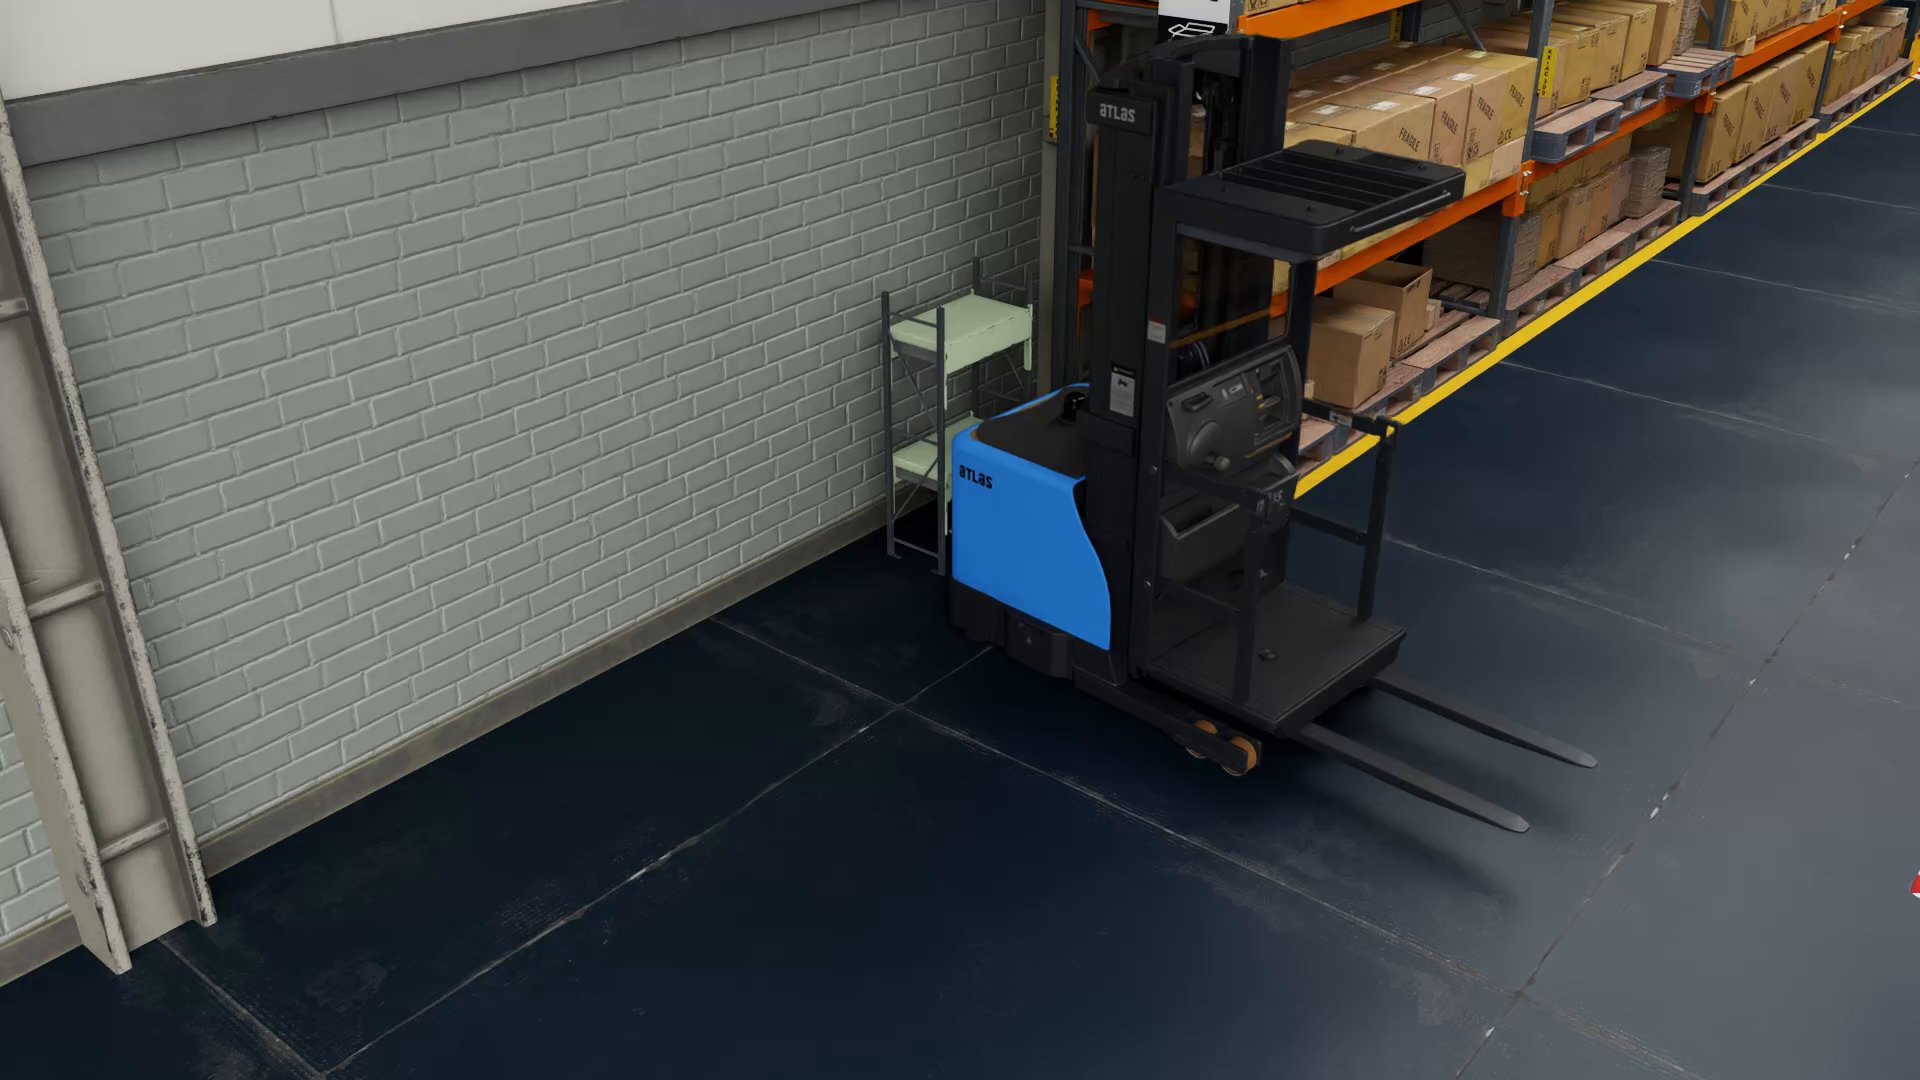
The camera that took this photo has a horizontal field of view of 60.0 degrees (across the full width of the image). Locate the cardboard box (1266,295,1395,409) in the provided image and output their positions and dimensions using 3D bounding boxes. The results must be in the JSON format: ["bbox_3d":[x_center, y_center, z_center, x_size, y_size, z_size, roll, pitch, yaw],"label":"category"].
[{"bbox_3d":[2.313,-1.218,10.582,0.700,0.500,0.500,18,33,31],"label":"cardboard box"}]

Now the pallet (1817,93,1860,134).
[{"bbox_3d":[9.112,-4.729,18.162,1.003,0.211,1.213,21,34,34],"label":"pallet"}]

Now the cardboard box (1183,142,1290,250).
[{"bbox_3d":[1.471,-1.823,8.835,0.500,0.500,0.500,21,34,34],"label":"cardboard box"}]

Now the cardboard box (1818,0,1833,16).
[{"bbox_3d":[8.429,-5.319,16.519,0.380,0.149,0.250,21,34,35],"label":"cardboard box"}]

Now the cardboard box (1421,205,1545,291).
[{"bbox_3d":[3.935,-2.235,12.548,0.700,0.500,0.500,22,35,36],"label":"cardboard box"}]

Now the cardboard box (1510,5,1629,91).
[{"bbox_3d":[4.586,-3.733,12.614,0.500,0.500,0.700,-23,35,-37],"label":"cardboard box"}]

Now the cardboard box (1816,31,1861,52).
[{"bbox_3d":[9.482,-5.388,17.959,0.380,0.149,0.250,22,35,36],"label":"cardboard box"}]

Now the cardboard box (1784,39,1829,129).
[{"bbox_3d":[8.255,-4.684,16.923,0.750,0.750,0.750,21,34,35],"label":"cardboard box"}]

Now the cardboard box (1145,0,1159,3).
[{"bbox_3d":[1.006,-3.074,8.532,0.500,0.500,0.500,24,36,38],"label":"cardboard box"}]

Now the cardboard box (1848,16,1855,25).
[{"bbox_3d":[10.027,-5.970,19.083,0.380,0.149,0.250,21,34,35],"label":"cardboard box"}]

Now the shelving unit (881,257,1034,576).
[{"bbox_3d":[-0.004,-0.664,8.901,0.431,1.500,0.755,21,34,34],"label":"shelving unit"}]

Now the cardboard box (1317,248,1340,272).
[{"bbox_3d":[1.810,-1.677,9.369,0.500,0.250,0.500,20,33,33],"label":"cardboard box"}]

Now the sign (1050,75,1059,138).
[{"bbox_3d":[0.520,-2.290,8.808,0.100,0.325,0.005,21,34,34],"label":"sign"}]

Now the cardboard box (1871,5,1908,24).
[{"bbox_3d":[10.803,-6.127,19.387,0.380,0.149,0.250,20,34,34],"label":"cardboard box"}]

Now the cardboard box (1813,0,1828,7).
[{"bbox_3d":[8.152,-5.485,16.134,0.500,0.500,0.500,21,34,35],"label":"cardboard box"}]

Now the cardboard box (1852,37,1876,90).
[{"bbox_3d":[9.773,-5.391,18.669,0.700,0.500,0.500,22,34,36],"label":"cardboard box"}]

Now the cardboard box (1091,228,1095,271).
[{"bbox_3d":[1.083,-1.631,9.279,0.500,0.250,0.500,21,34,35],"label":"cardboard box"}]

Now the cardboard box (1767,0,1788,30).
[{"bbox_3d":[7.187,-4.944,15.088,0.500,0.500,0.500,21,34,34],"label":"cardboard box"}]

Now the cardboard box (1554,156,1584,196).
[{"bbox_3d":[4.541,-2.911,13.038,0.500,0.250,0.500,20,33,33],"label":"cardboard box"}]

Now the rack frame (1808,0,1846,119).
[{"bbox_3d":[8.568,-5.721,17.044,1.000,3.000,0.127,21,34,34],"label":"rack frame"}]

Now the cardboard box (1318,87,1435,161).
[{"bbox_3d":[2.446,-2.363,9.879,0.500,0.500,0.500,22,35,36],"label":"cardboard box"}]

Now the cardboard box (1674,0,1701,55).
[{"bbox_3d":[5.733,-4.373,13.851,0.700,0.500,0.500,16,32,29],"label":"cardboard box"}]

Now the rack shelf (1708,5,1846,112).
[{"bbox_3d":[7.296,-4.692,15.839,1.077,0.370,4.000,21,34,34],"label":"rack shelf"}]

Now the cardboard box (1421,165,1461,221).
[{"bbox_3d":[2.781,-2.213,10.405,0.500,0.250,0.500,21,34,34],"label":"cardboard box"}]

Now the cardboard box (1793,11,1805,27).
[{"bbox_3d":[7.901,-5.062,16.023,0.380,0.149,0.250,21,34,34],"label":"cardboard box"}]

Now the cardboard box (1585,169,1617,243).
[{"bbox_3d":[4.895,-2.784,13.609,0.700,0.500,0.500,21,34,34],"label":"cardboard box"}]

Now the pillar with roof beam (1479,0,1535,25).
[{"bbox_3d":[7.852,-5.501,10.090,9.100,9.000,0.400,21,34,34],"label":"pillar with roof beam"}]

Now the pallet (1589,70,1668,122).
[{"bbox_3d":[4.797,-3.504,12.967,1.003,0.211,1.213,21,34,34],"label":"pallet"}]

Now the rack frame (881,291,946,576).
[{"bbox_3d":[-0.237,-0.534,8.650,0.400,1.500,0.023,21,34,34],"label":"rack frame"}]

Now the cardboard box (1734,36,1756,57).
[{"bbox_3d":[6.814,-4.405,14.753,0.380,0.149,0.250,22,35,36],"label":"cardboard box"}]

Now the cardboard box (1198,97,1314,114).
[{"bbox_3d":[1.725,-2.331,9.817,0.500,0.500,0.500,20,33,33],"label":"cardboard box"}]

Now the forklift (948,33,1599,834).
[{"bbox_3d":[1.354,-0.543,7.111,3.031,2.935,1.130,24,36,38],"label":"forklift"}]

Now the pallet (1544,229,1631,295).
[{"bbox_3d":[4.750,-2.357,13.576,1.003,0.211,1.213,21,34,34],"label":"pallet"}]

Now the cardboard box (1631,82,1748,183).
[{"bbox_3d":[6.593,-3.757,15.130,0.750,0.750,0.750,20,34,34],"label":"cardboard box"}]

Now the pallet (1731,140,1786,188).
[{"bbox_3d":[7.360,-3.752,16.273,1.003,0.211,1.213,21,34,34],"label":"pallet"}]

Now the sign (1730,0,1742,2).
[{"bbox_3d":[6.449,-4.626,13.755,0.100,0.325,0.005,21,34,34],"label":"sign"}]

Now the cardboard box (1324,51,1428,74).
[{"bbox_3d":[2.688,-2.872,10.862,0.500,0.500,0.500,21,34,34],"label":"cardboard box"}]

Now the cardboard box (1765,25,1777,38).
[{"bbox_3d":[7.379,-4.796,15.508,0.380,0.149,0.250,21,34,35],"label":"cardboard box"}]

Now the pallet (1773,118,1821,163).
[{"bbox_3d":[8.136,-4.187,17.113,1.003,0.211,1.213,21,34,34],"label":"pallet"}]

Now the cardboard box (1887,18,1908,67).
[{"bbox_3d":[10.745,-5.938,19.727,0.700,0.500,0.500,21,34,34],"label":"cardboard box"}]

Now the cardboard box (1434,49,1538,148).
[{"bbox_3d":[3.418,-2.902,10.920,0.500,0.500,0.500,21,34,34],"label":"cardboard box"}]

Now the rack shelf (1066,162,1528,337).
[{"bbox_3d":[2.208,-1.856,10.356,1.077,0.370,4.000,21,34,34],"label":"rack shelf"}]
